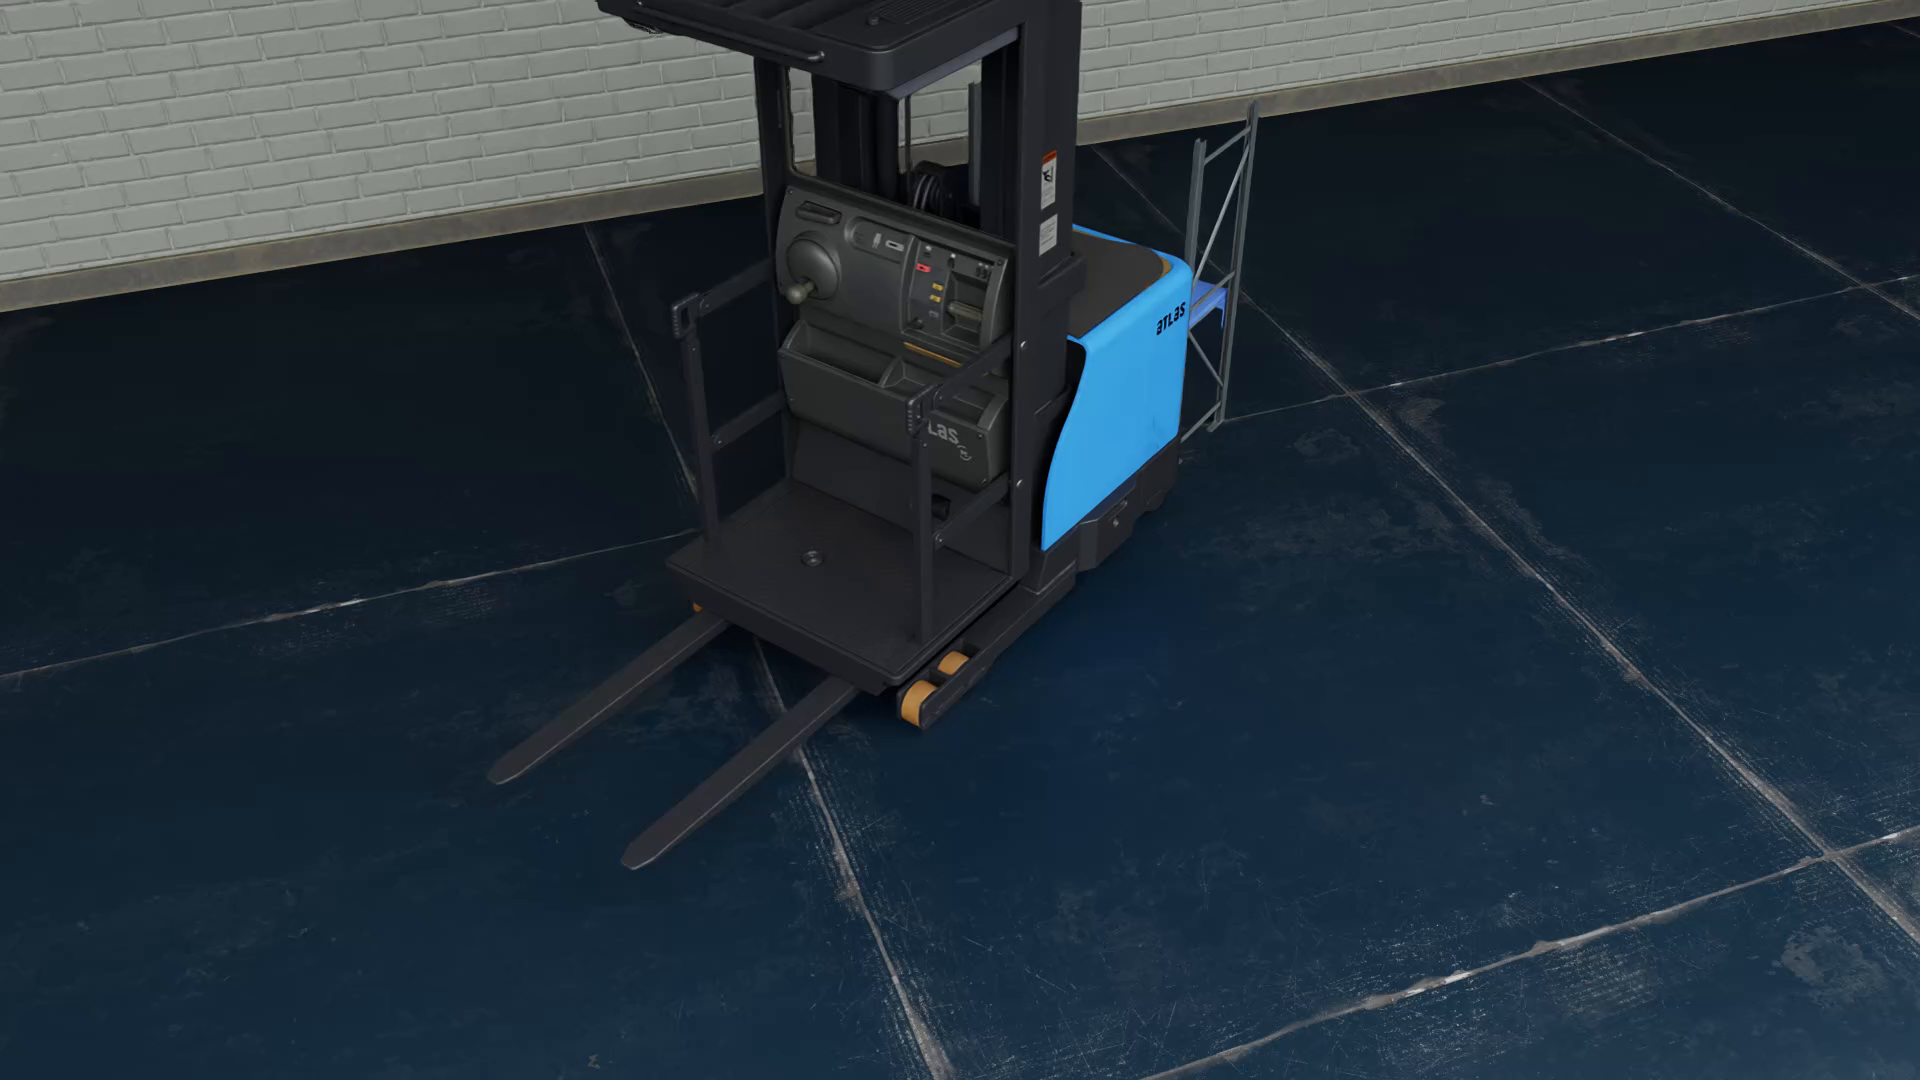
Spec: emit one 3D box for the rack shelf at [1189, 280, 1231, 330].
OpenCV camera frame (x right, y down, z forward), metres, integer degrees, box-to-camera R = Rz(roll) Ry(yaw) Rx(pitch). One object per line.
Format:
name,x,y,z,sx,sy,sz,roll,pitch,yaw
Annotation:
rack shelf,0.611,-1.043,7.187,1.000,0.185,0.538,22,42,27

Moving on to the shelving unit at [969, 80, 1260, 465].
shelving unit,0.611,-1.187,7.079,1.048,1.500,0.538,22,42,27

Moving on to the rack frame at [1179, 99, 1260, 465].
rack frame,1.032,-1.015,6.851,0.032,1.500,0.500,22,42,27

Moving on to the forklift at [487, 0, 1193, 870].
forklift,-0.365,-0.843,5.433,1.130,2.935,3.031,24,43,28

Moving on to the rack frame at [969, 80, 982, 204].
rack frame,0.190,-1.358,7.307,0.032,1.500,0.500,22,42,27
